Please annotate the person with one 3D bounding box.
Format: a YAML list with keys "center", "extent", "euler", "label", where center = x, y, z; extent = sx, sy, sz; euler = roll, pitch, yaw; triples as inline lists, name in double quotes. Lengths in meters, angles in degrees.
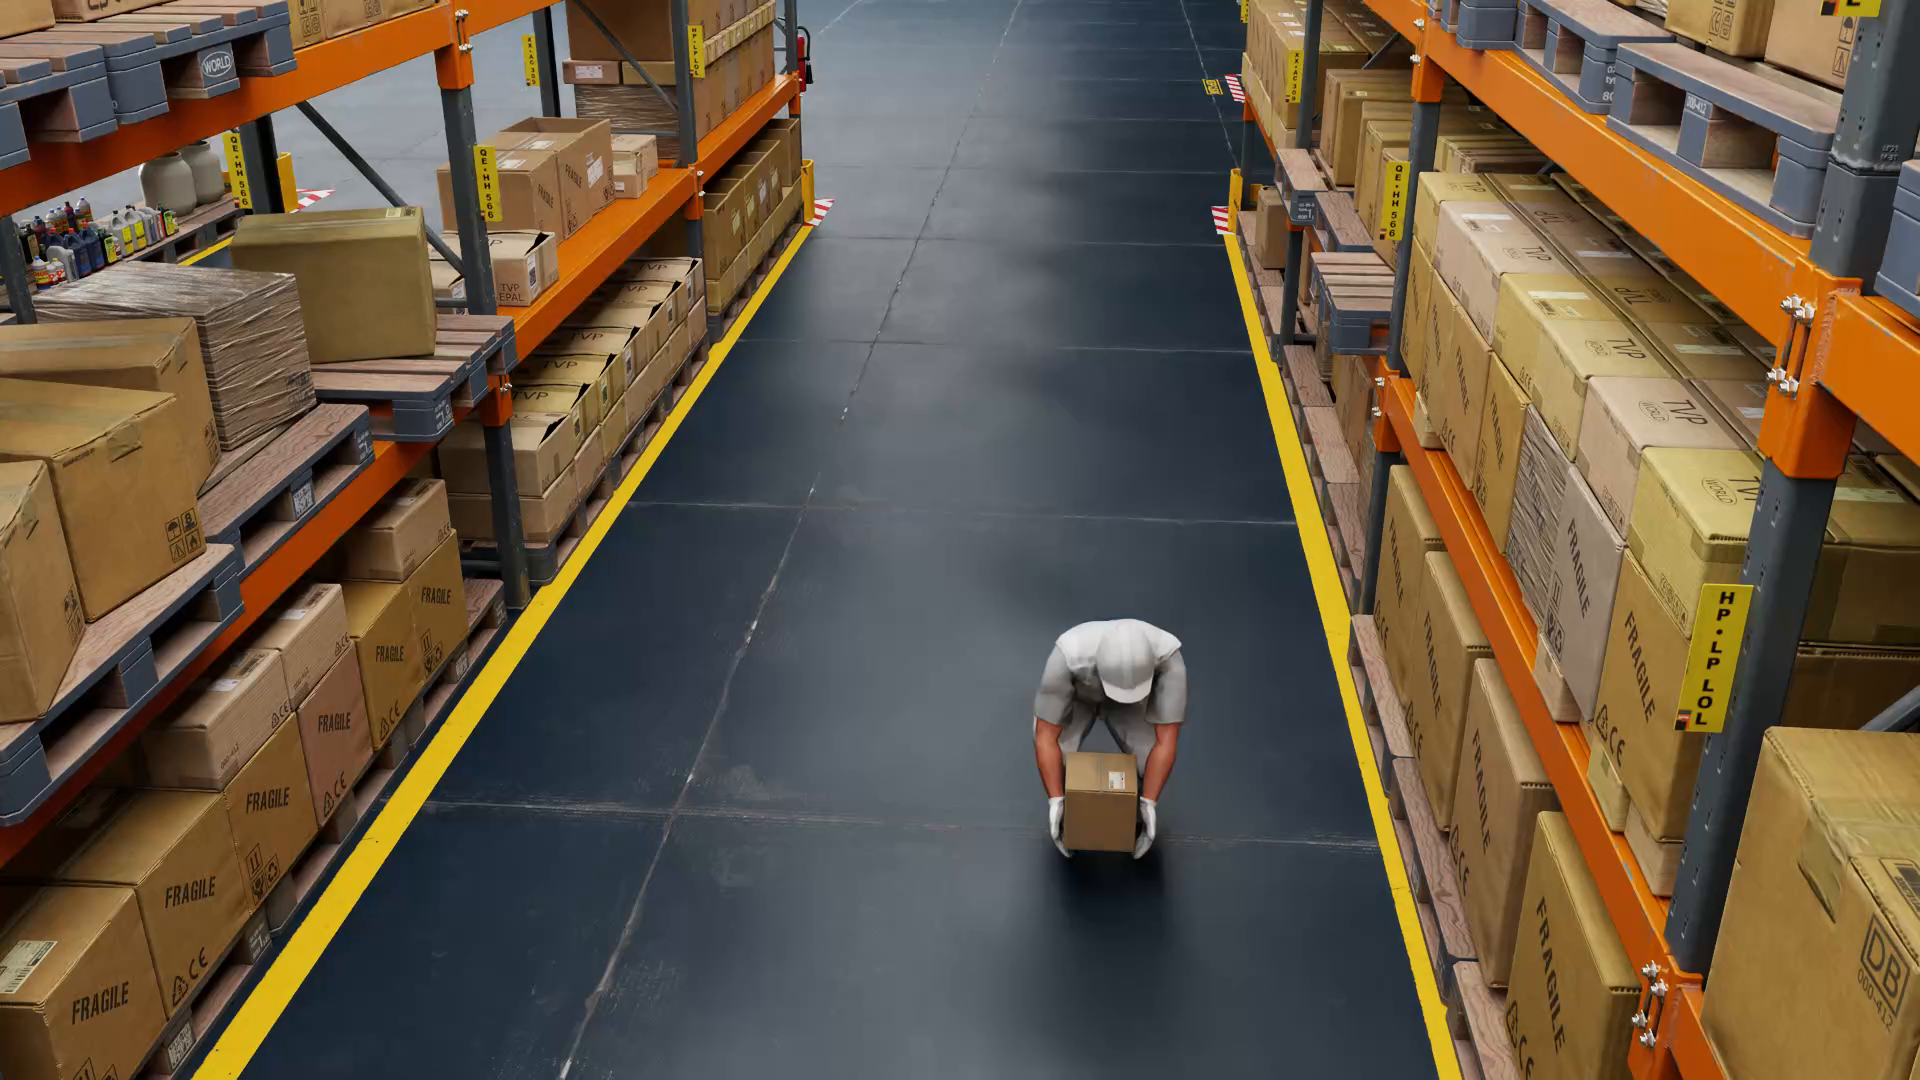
- center: [0.550, 0.640, 6.139]
  extent: [0.565, 0.987, 0.882]
  euler: [2, 24, 4]
  label: "person"
